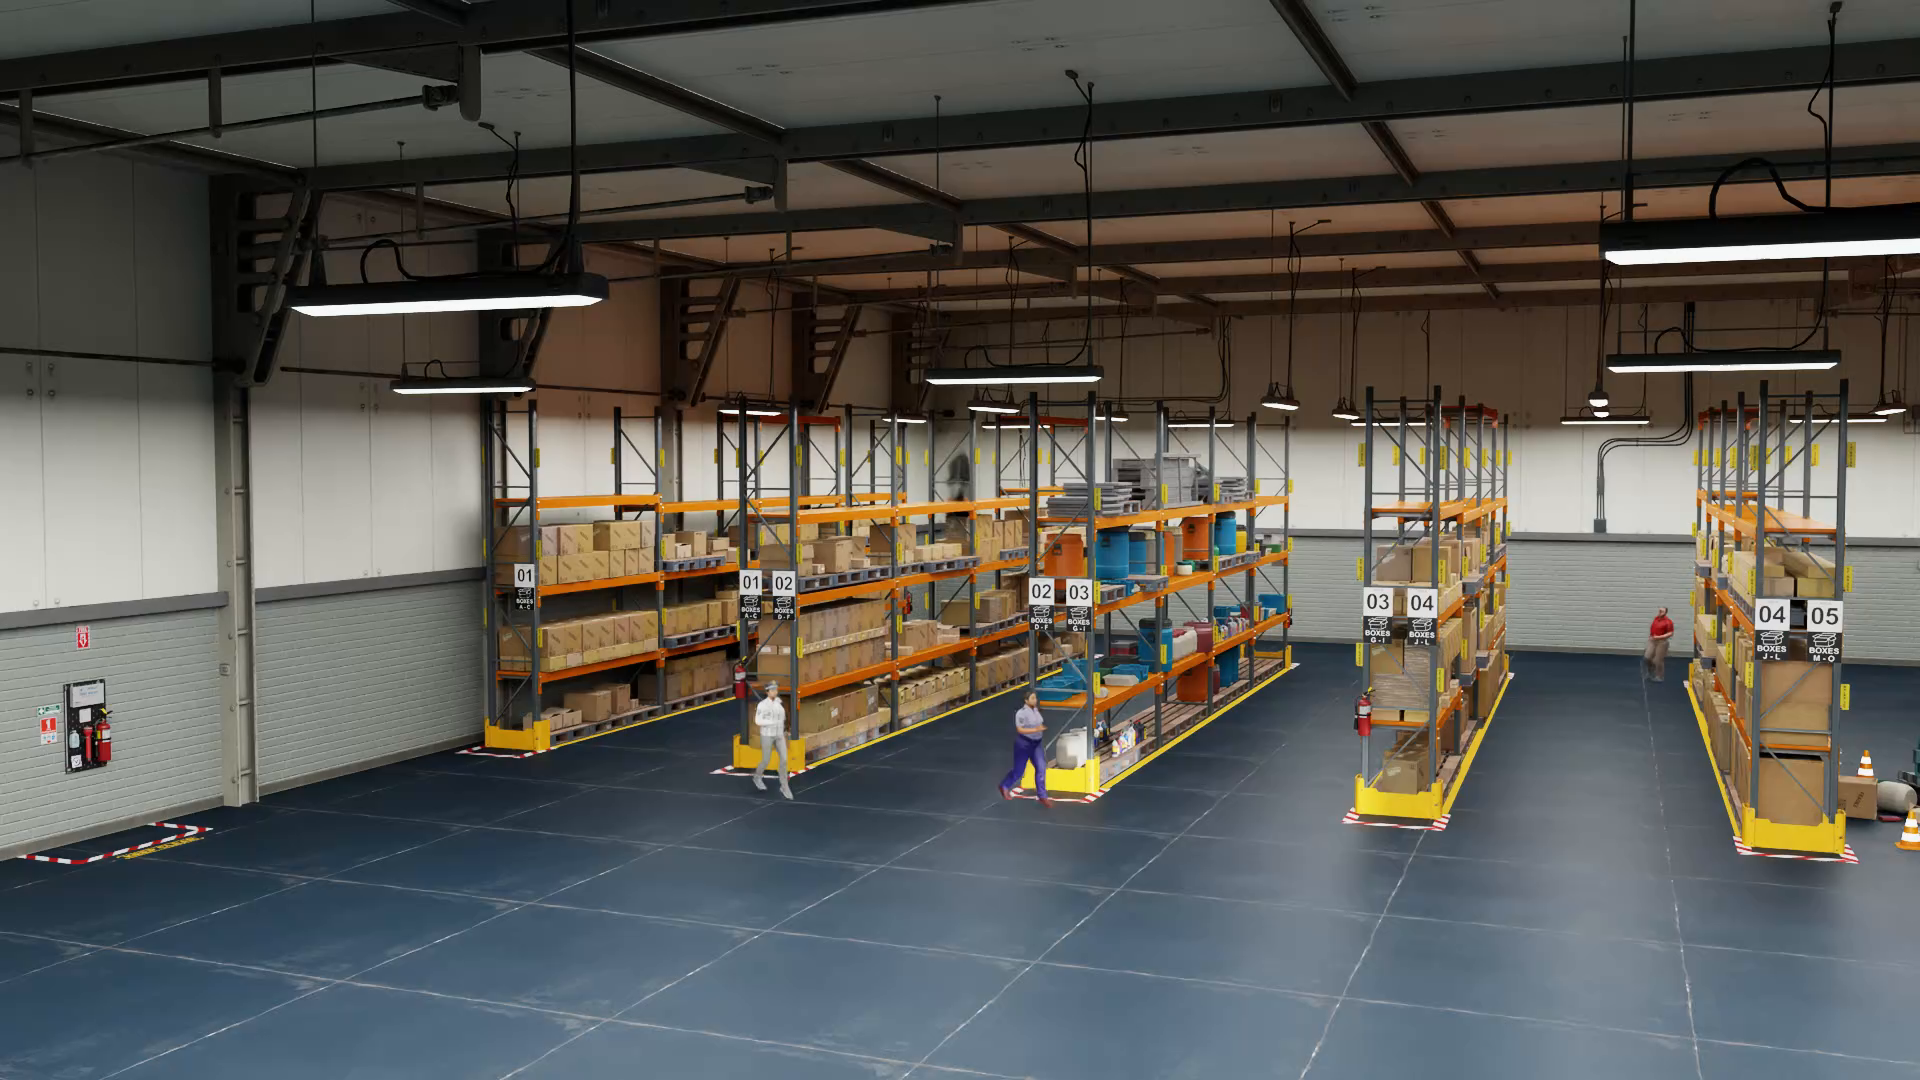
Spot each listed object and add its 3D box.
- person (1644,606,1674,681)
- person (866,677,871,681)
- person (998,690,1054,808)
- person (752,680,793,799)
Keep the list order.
[{"bbox_3d":[15.615,2.333,37.175,0.599,1.706,0.682,-2,3,-33],"label":"person"},{"bbox_3d":[-2.119,2.493,35.344,0.525,1.561,0.681,1,3,16],"label":"person"},{"bbox_3d":[0.957,2.984,23.878,0.933,1.639,0.598,3,4,42],"label":"person"},{"bbox_3d":[-2.796,2.933,24.654,0.605,1.736,0.859,-2,4,-39],"label":"person"}]
